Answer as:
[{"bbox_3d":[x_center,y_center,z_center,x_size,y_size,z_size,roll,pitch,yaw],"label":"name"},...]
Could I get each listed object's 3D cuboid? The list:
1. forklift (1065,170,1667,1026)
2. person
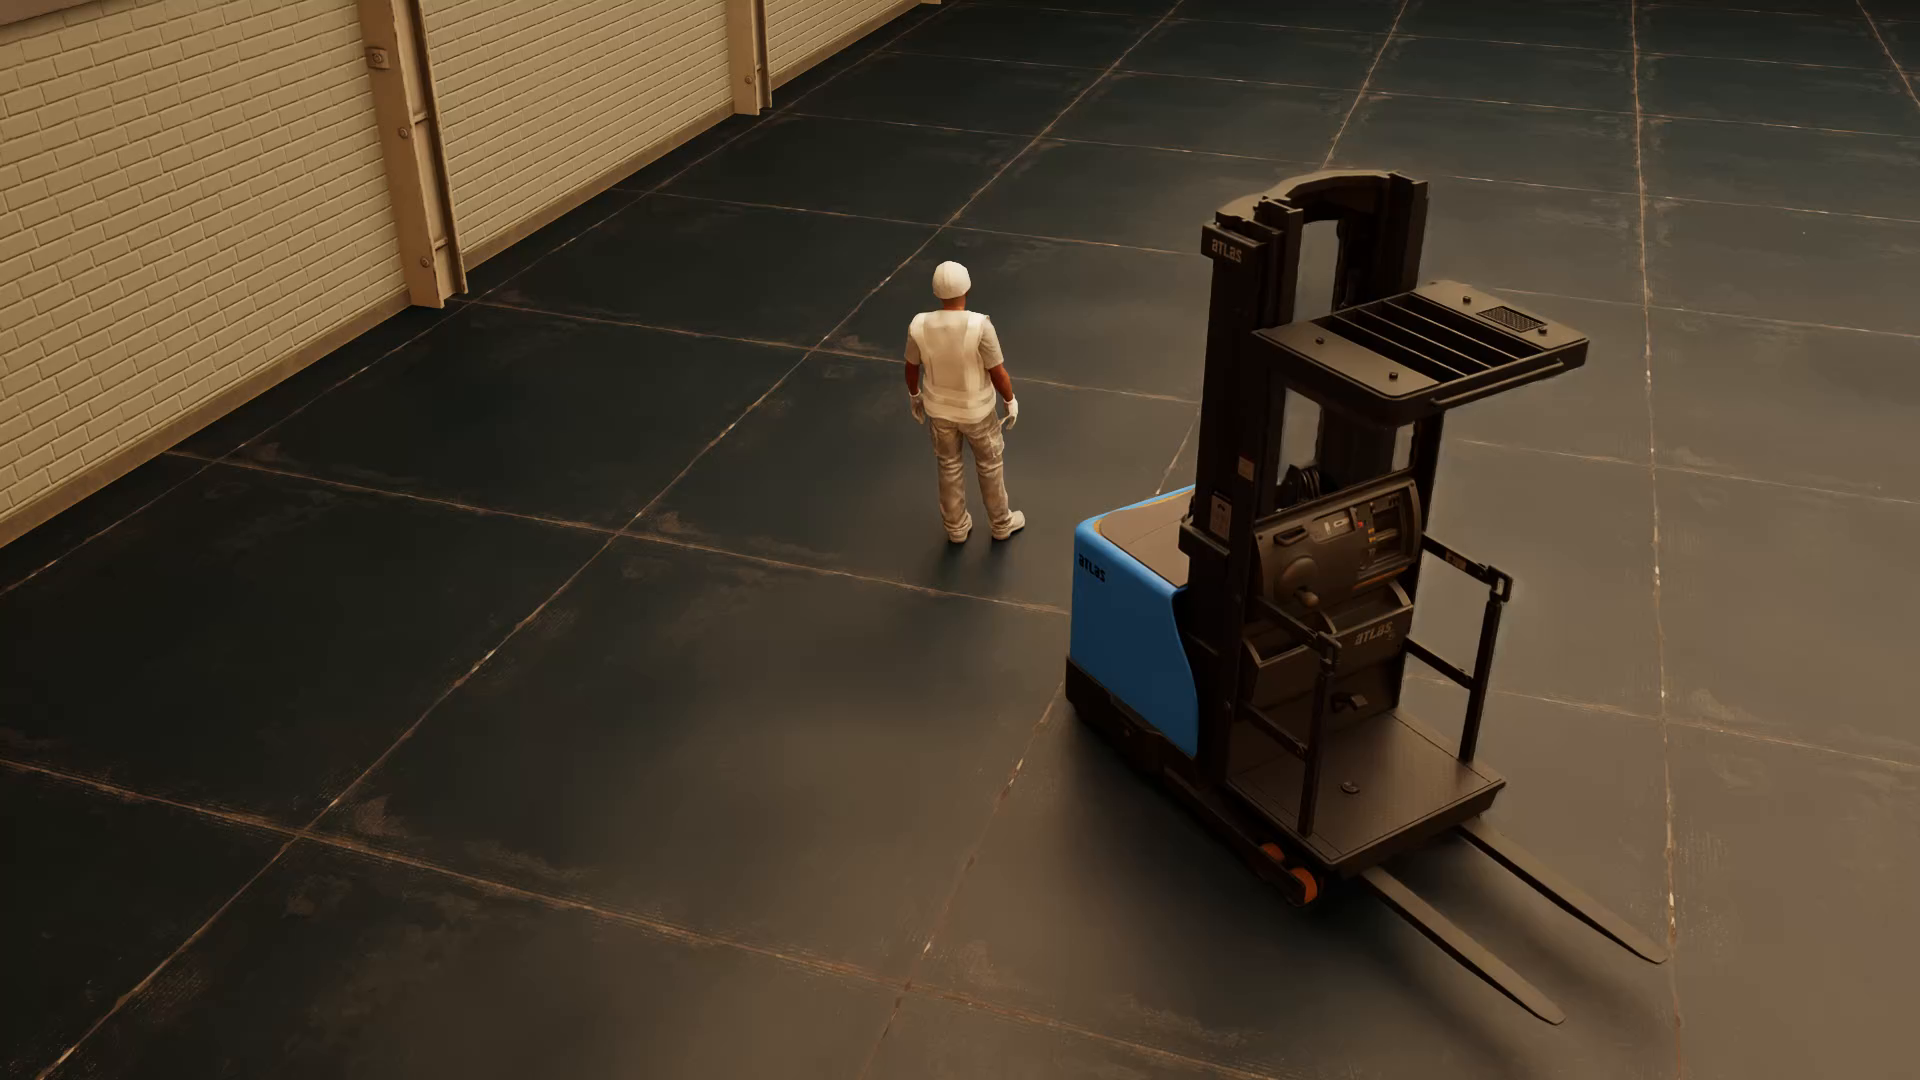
[{"bbox_3d":[1.755,0.061,7.030,1.130,2.935,3.031,-17,34,-28],"label":"forklift"},{"bbox_3d":[0.031,-0.813,9.707,0.656,1.781,0.577,10,31,16],"label":"person"}]
